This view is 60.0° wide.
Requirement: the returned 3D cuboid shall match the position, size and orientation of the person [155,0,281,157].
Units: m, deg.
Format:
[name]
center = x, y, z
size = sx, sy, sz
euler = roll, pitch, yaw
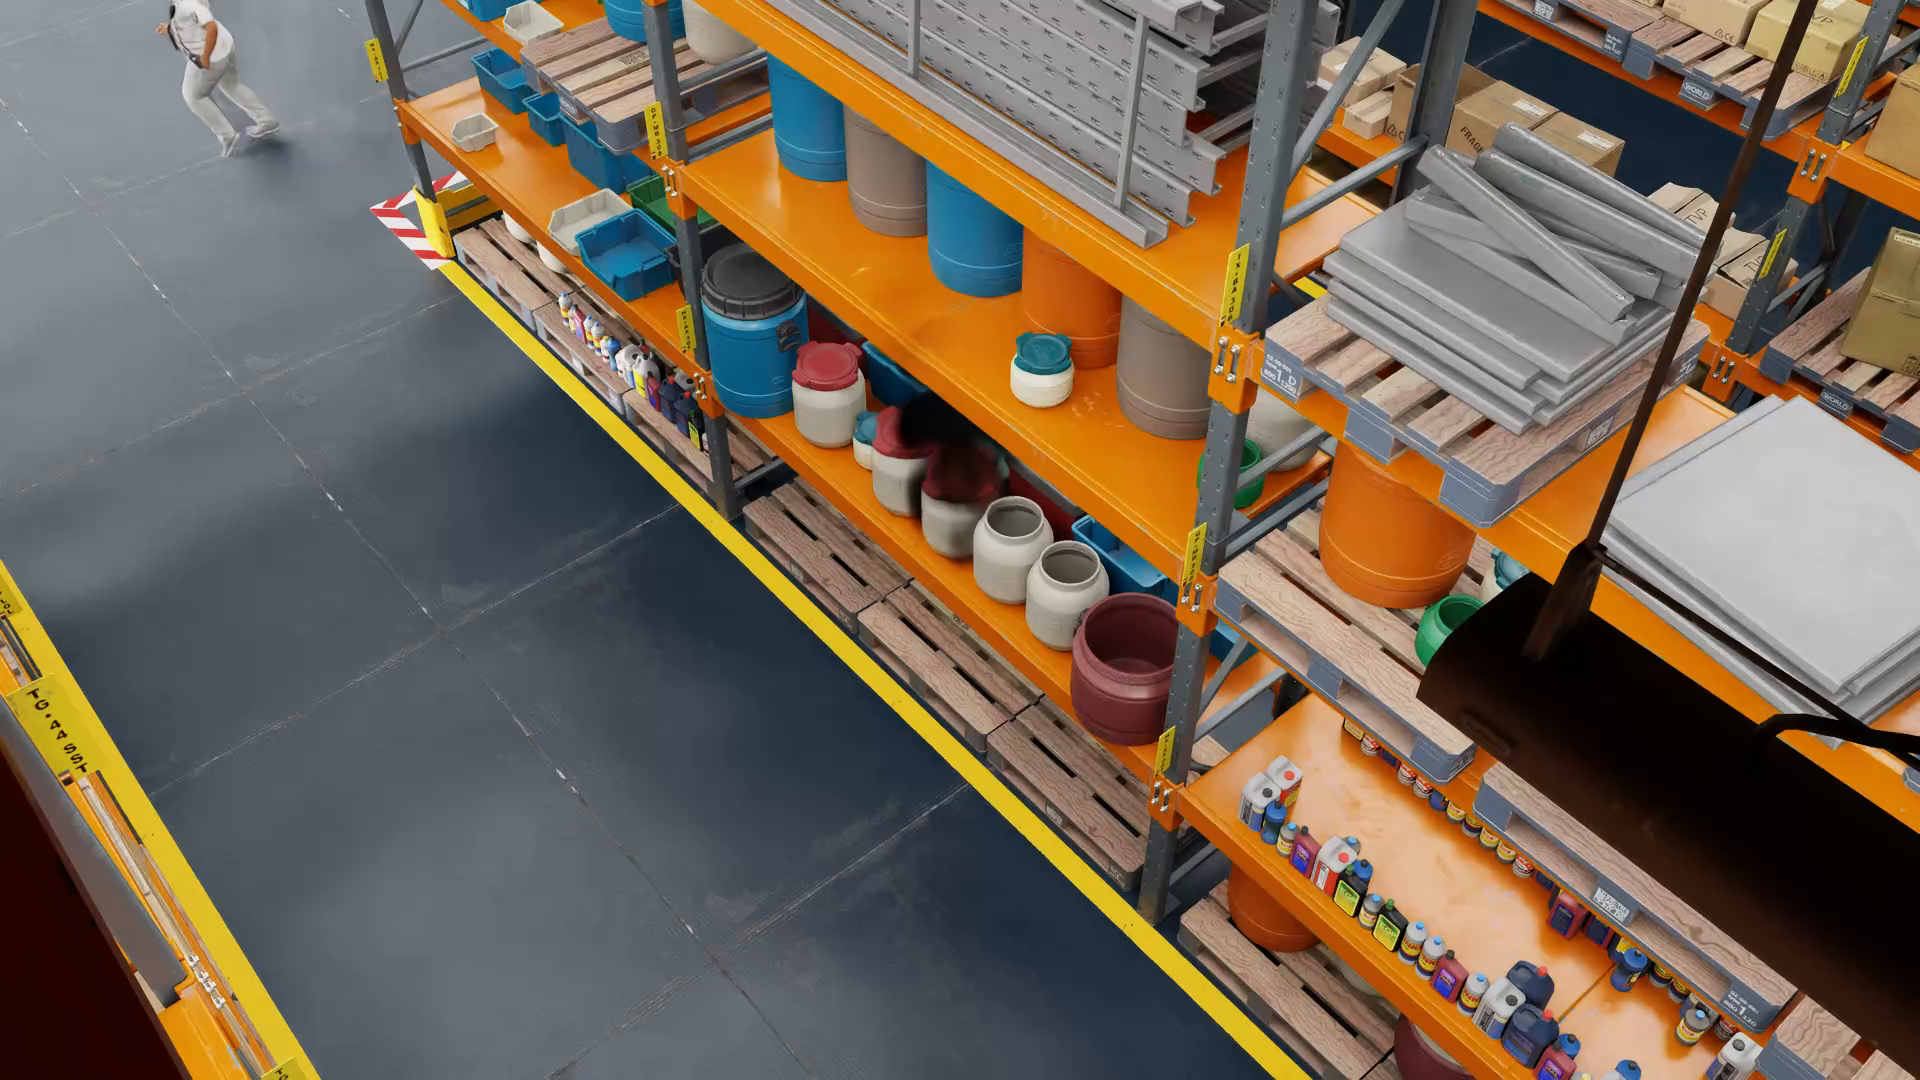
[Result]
[person]
center = -6.138, -3.921, 13.598
size = 0.714, 1.735, 0.615
euler = -4, 47, -4
